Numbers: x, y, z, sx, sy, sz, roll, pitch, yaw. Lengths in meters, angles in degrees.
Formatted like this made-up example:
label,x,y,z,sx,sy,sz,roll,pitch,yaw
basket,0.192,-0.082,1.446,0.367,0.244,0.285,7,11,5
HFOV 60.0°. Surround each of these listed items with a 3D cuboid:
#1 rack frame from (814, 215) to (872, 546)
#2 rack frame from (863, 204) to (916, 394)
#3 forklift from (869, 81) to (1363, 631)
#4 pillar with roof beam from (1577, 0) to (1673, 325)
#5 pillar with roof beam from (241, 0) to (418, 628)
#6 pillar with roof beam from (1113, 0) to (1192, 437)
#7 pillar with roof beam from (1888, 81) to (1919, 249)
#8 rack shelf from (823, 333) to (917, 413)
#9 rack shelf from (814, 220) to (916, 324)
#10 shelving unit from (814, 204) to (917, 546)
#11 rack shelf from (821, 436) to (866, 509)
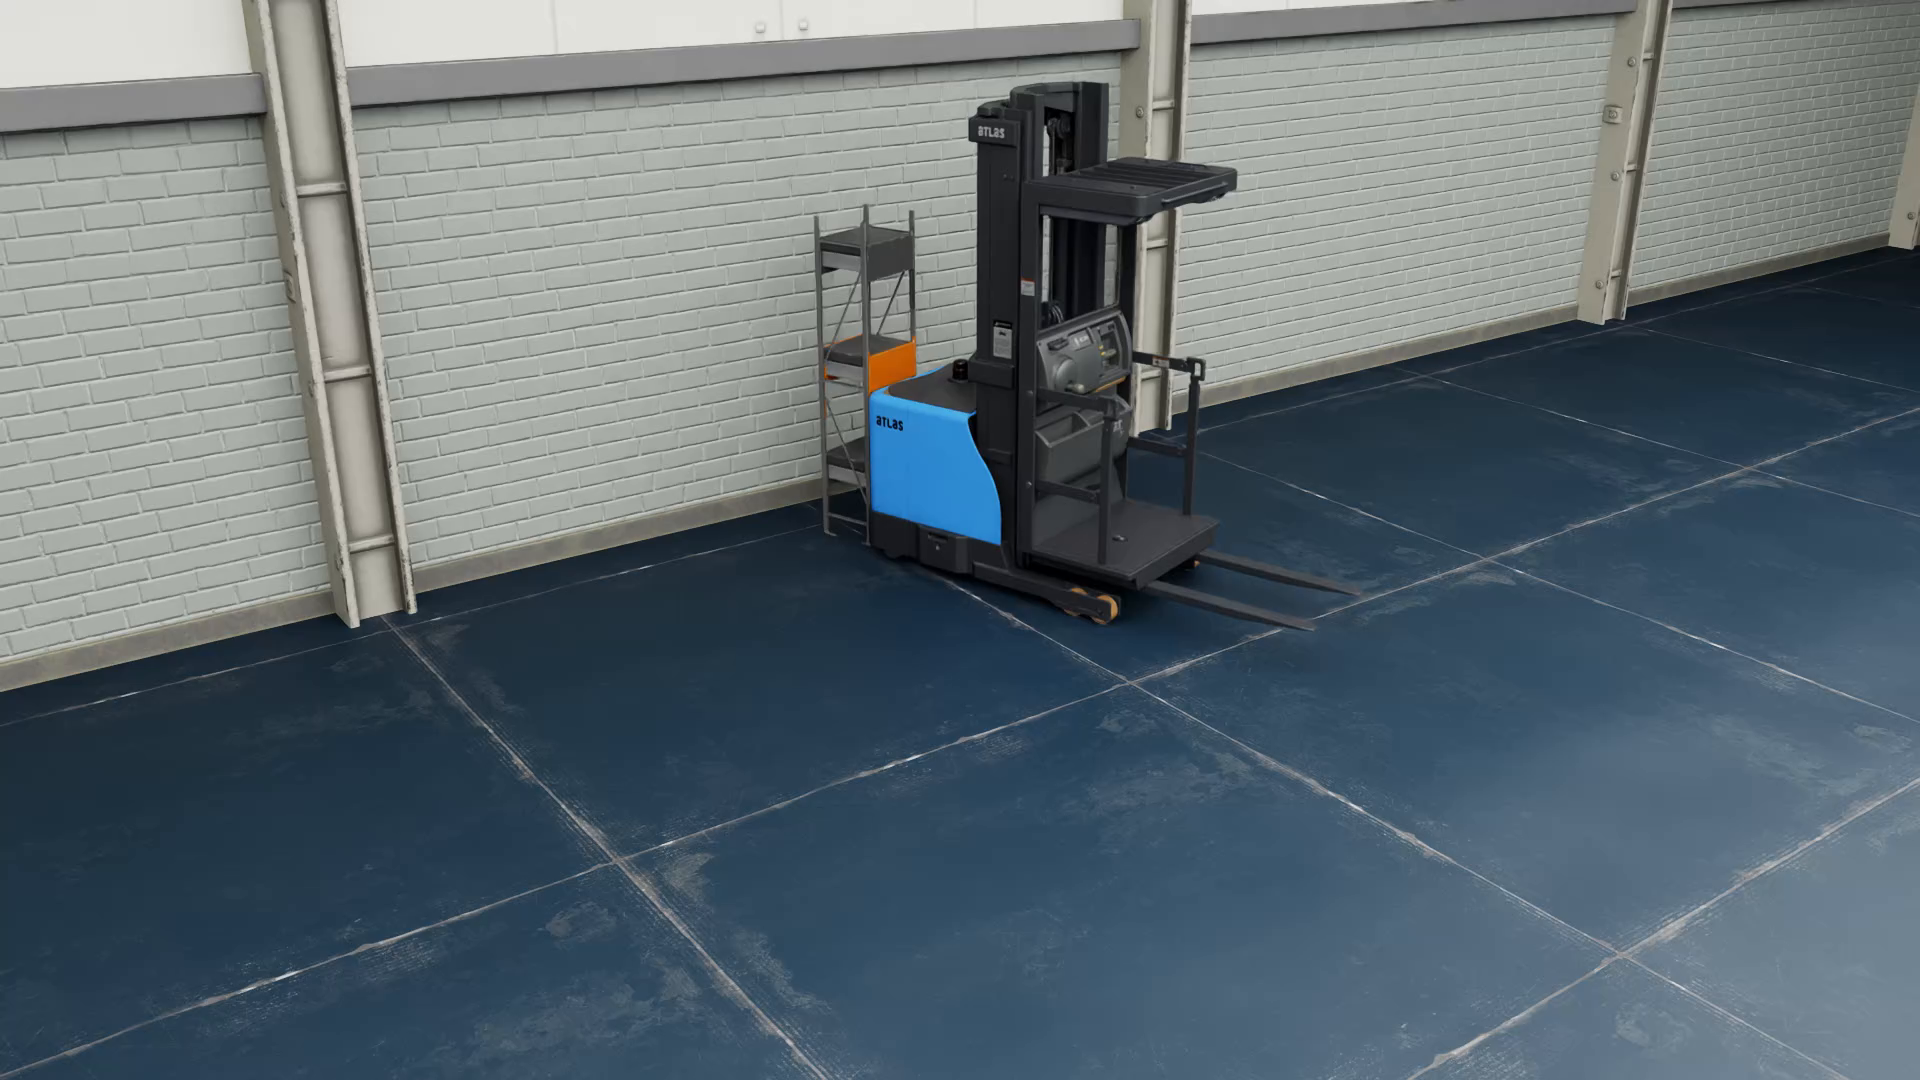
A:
label,x,y,z,sx,sy,sz,roll,pitch,yaw
rack frame,-0.734,-0.978,10.515,0.400,2.100,0.015,15,26,33
rack frame,-0.450,-1.125,10.884,0.400,2.100,0.015,15,26,33
forklift,0.905,-1.095,9.685,3.031,2.935,1.130,15,26,34
pillar with roof beam,8.801,-5.060,11.435,0.400,9.000,9.100,-15,26,-33
pillar with roof beam,-0.940,-2.462,4.925,0.400,9.000,9.100,-15,26,-33
pillar with roof beam,3.930,-3.761,8.180,0.400,9.000,9.100,-15,26,-33
pillar with roof beam,13.671,-6.358,14.689,0.400,9.000,9.100,-15,26,-33
rack shelf,-0.592,-1.039,10.705,0.431,0.518,0.480,15,26,33
rack shelf,-0.592,-1.689,10.445,0.431,0.518,0.480,15,26,33
shelving unit,-0.592,-1.052,10.700,0.431,2.100,0.503,15,26,33
rack shelf,-0.592,-0.389,10.964,0.431,0.518,0.480,15,26,33
